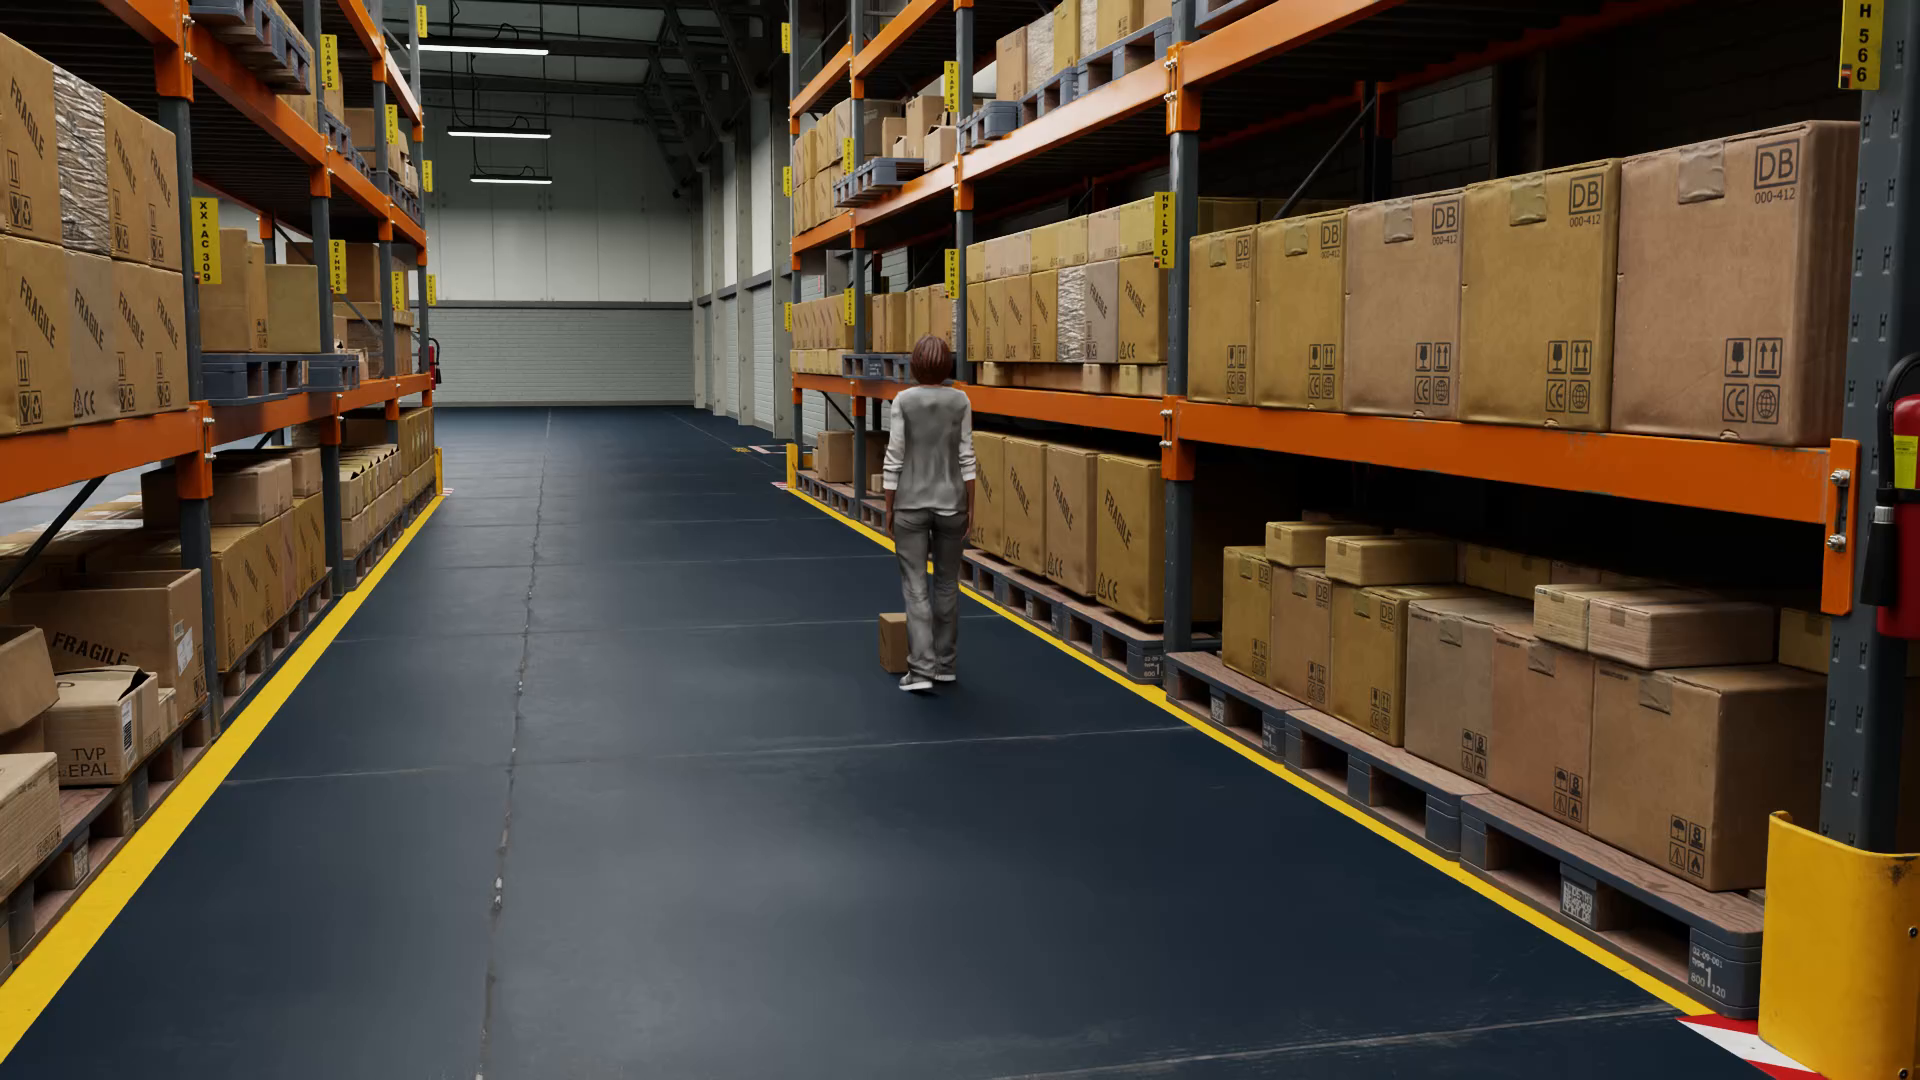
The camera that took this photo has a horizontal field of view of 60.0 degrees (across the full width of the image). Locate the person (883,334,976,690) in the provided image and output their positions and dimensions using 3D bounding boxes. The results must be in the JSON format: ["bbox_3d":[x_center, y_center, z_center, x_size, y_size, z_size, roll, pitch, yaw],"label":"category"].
[{"bbox_3d":[-0.148,-0.121,7.530,0.423,1.608,0.503,-1,6,-12],"label":"person"}]
